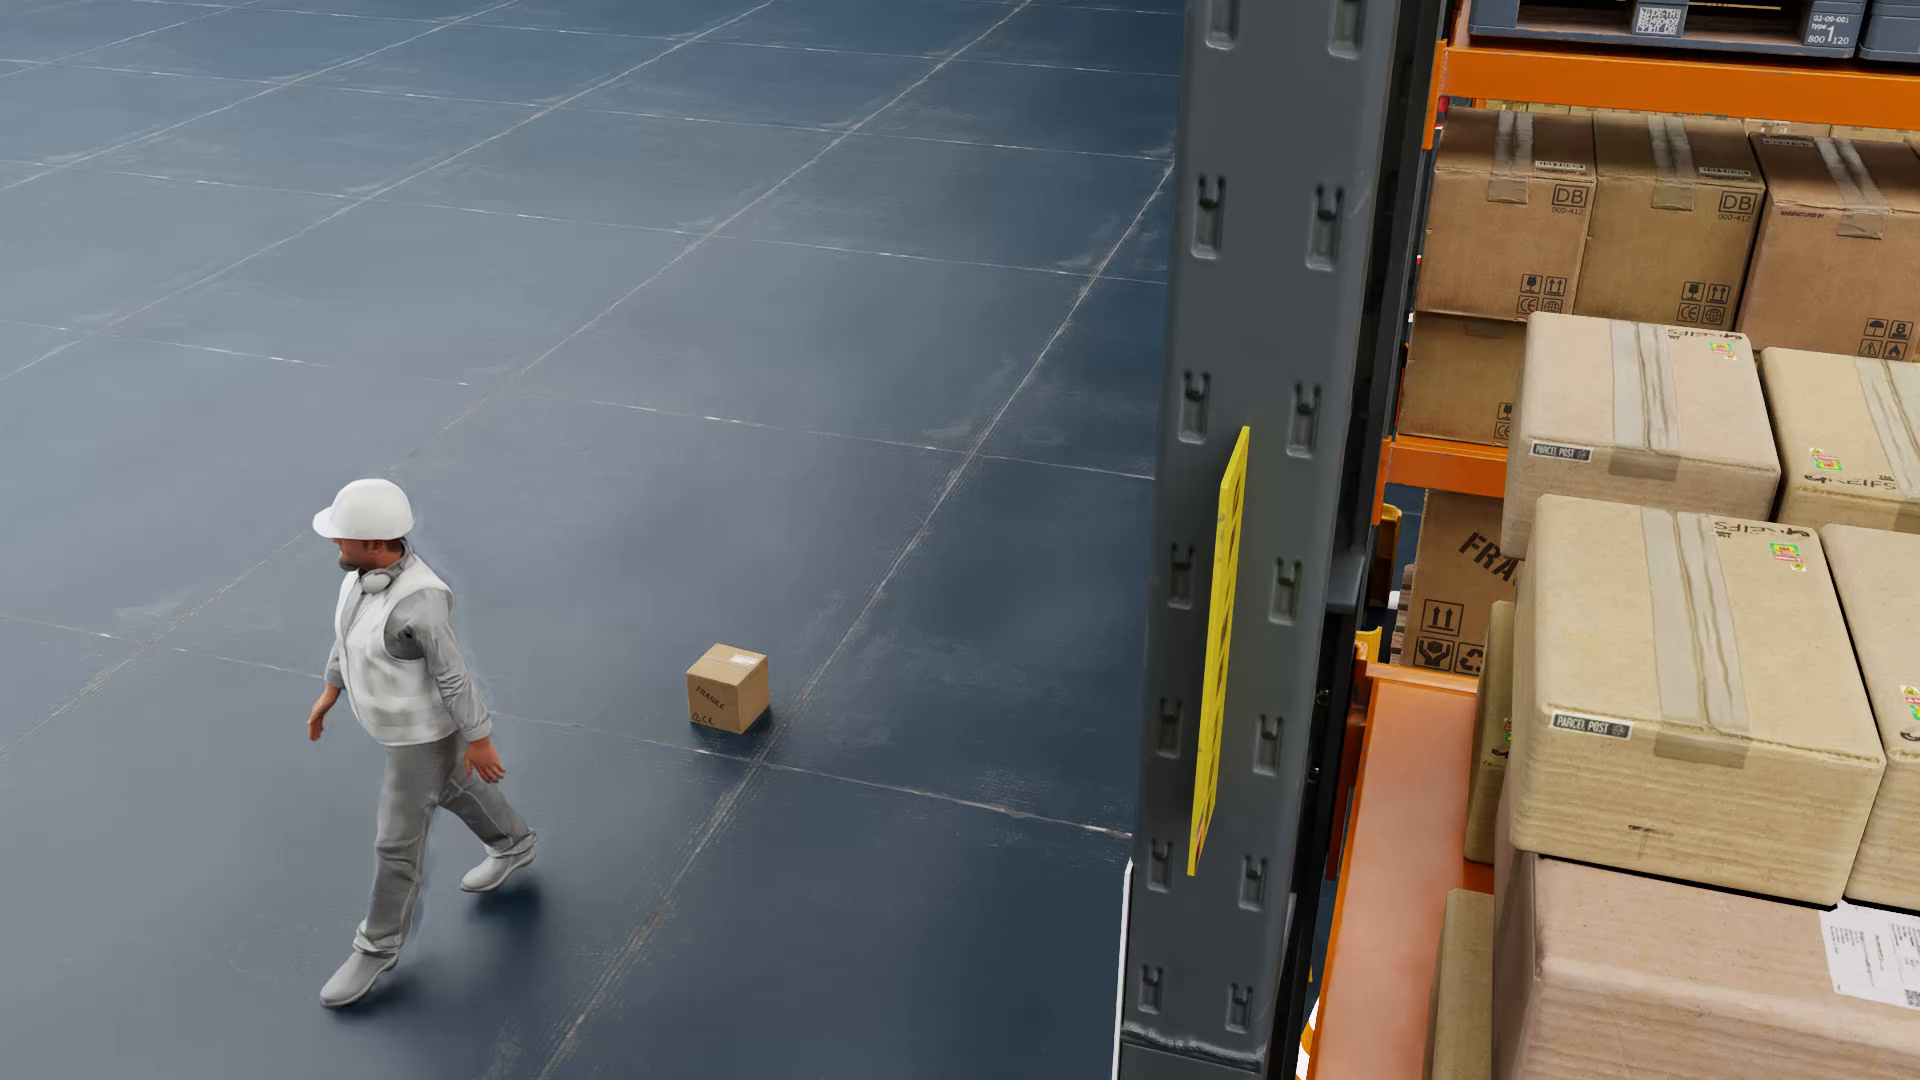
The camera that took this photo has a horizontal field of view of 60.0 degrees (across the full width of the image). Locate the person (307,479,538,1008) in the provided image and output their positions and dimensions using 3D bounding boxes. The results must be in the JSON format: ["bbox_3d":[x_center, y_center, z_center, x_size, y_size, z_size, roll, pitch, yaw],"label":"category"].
[{"bbox_3d":[-1.871,0.598,5.480,0.919,1.737,0.624,-23,36,-35],"label":"person"}]
